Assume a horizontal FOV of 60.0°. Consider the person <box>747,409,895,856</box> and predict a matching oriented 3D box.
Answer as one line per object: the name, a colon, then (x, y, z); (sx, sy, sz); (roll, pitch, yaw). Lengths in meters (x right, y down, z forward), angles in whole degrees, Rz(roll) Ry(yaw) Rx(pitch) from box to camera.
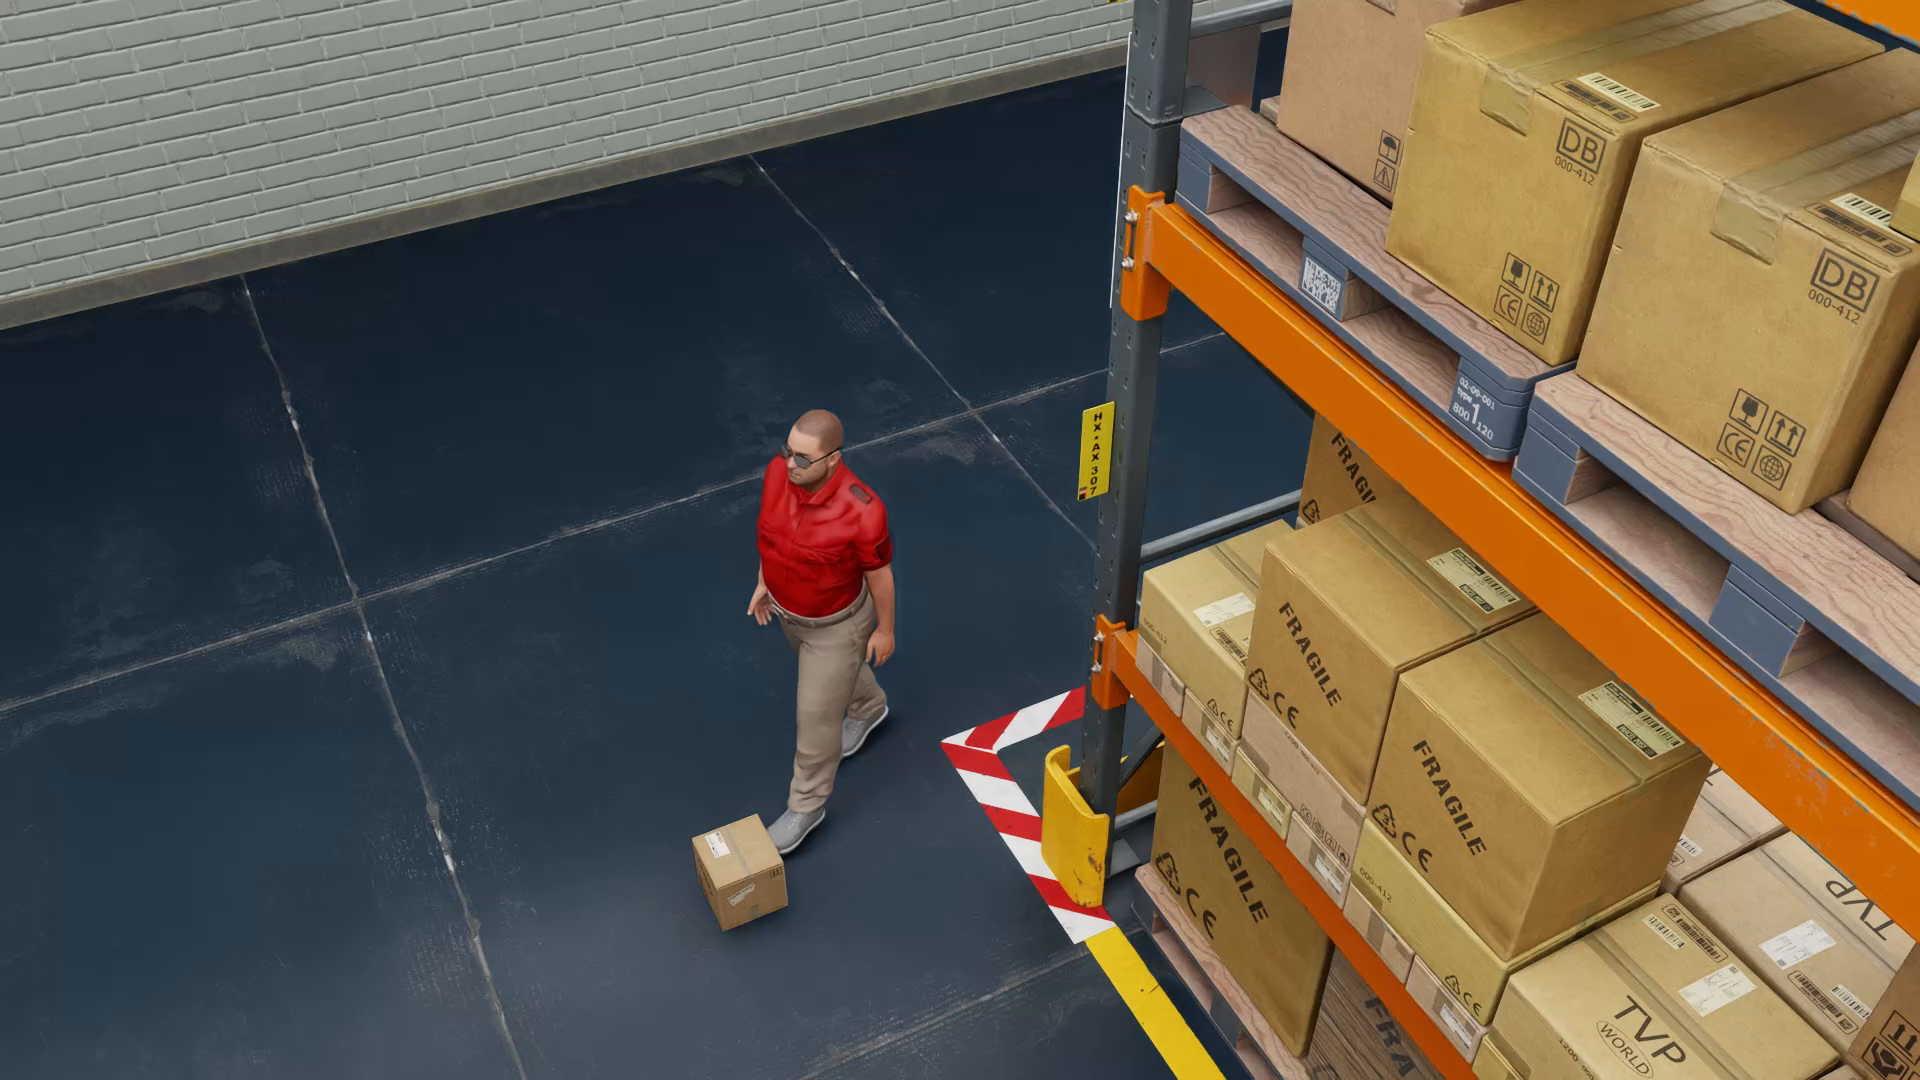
person: (-0.546, 0.278, 5.844); (0.544, 1.701, 0.837); (33, 51, 32)
